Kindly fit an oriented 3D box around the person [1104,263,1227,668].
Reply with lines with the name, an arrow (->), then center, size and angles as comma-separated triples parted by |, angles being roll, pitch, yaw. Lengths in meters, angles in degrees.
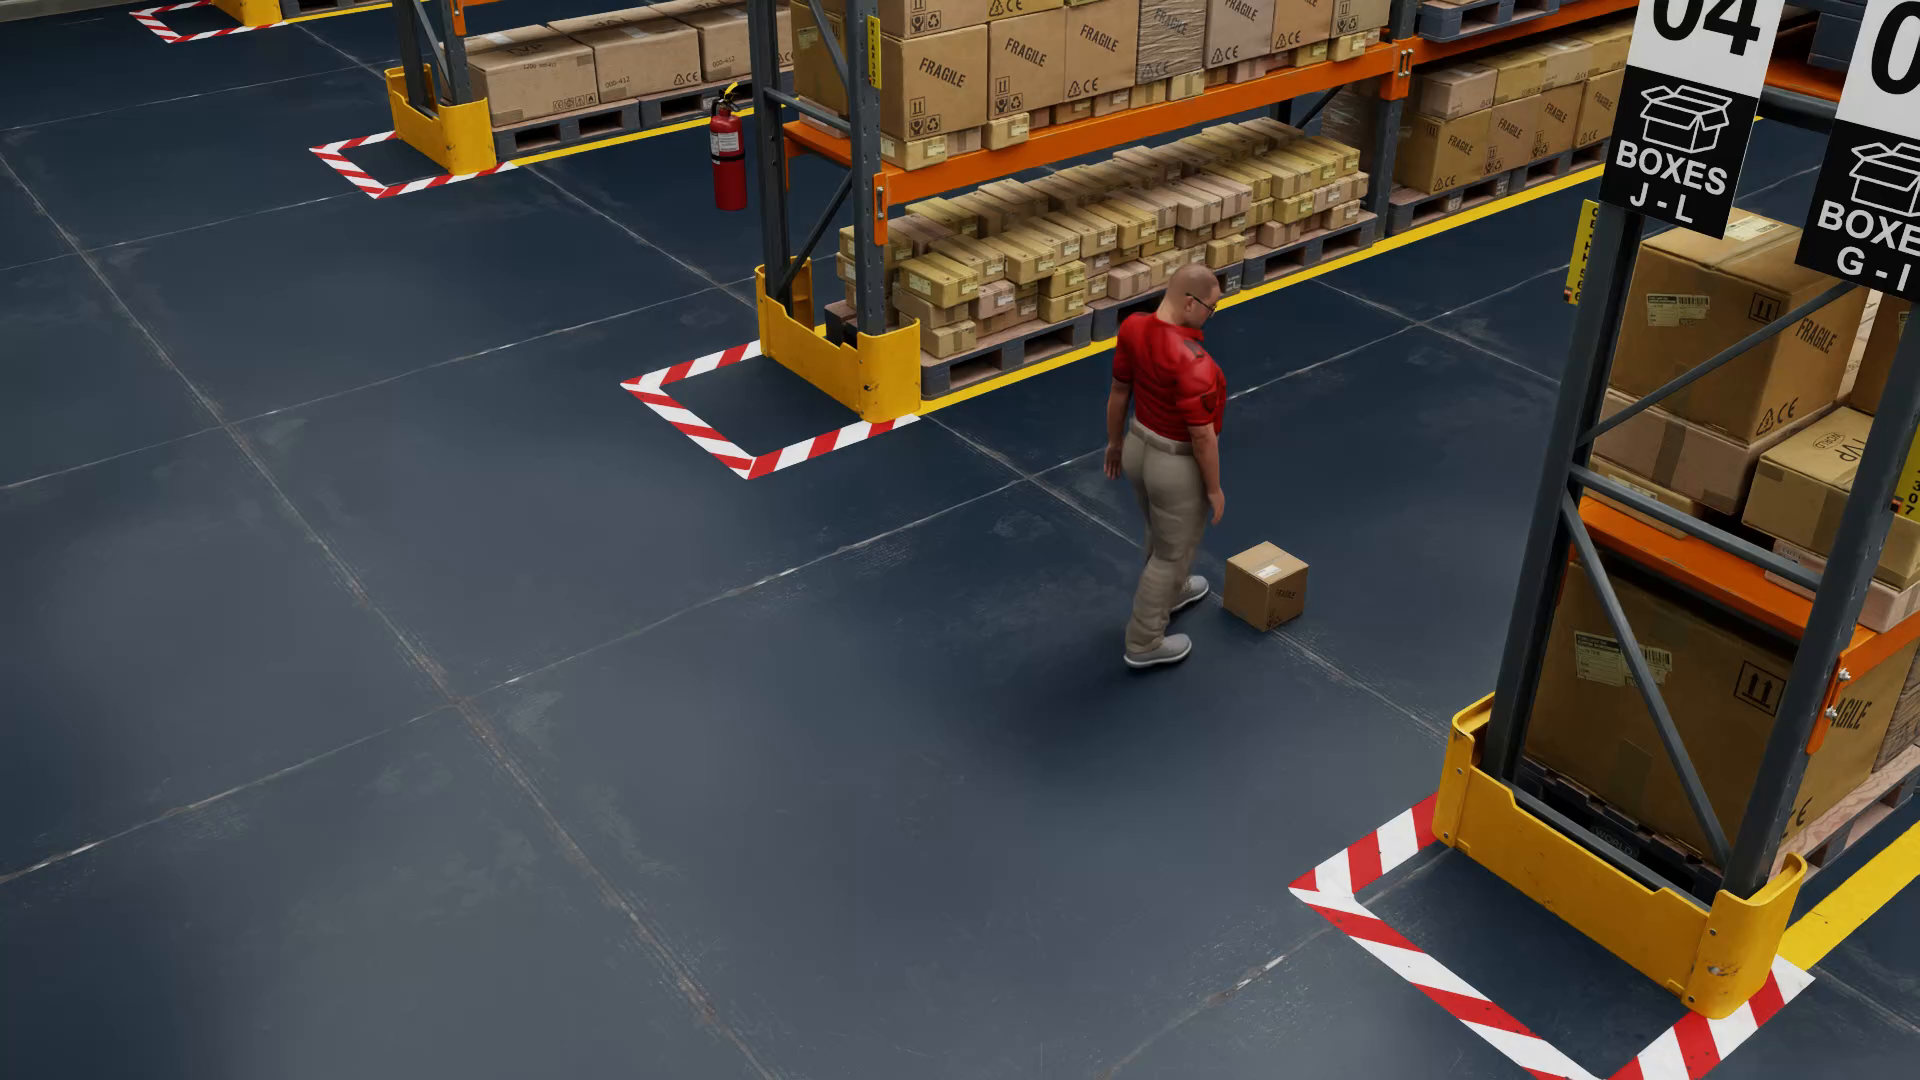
person -> 0.928, -0.321, 6.641 | 0.679, 1.707, 0.581 | -18, 36, -26
